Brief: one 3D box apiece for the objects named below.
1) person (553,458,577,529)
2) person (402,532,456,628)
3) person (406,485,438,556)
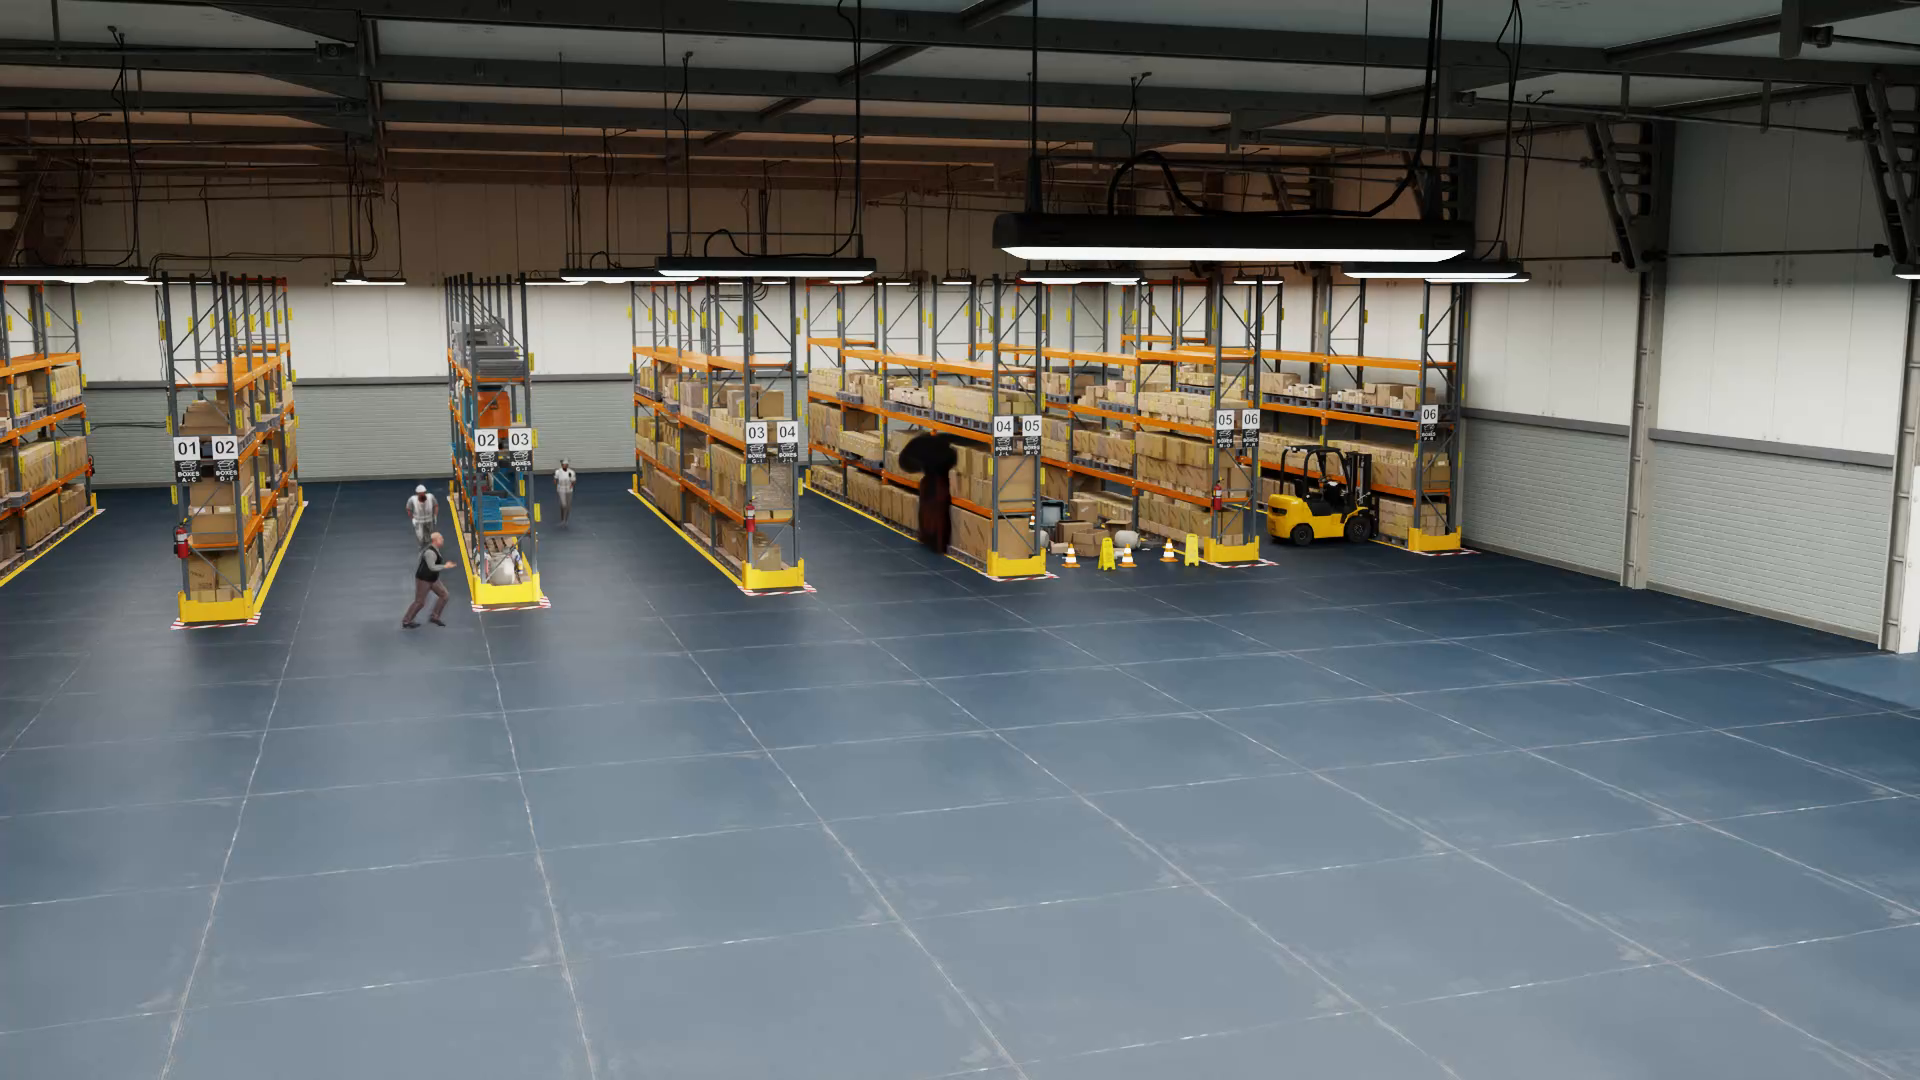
[{"bbox_3d":[-9.495,-1.133,40.063,0.521,1.701,0.771,-3,9,-22],"label":"person"},{"bbox_3d":[-8.952,0.695,28.049,0.964,1.665,0.663,0,9,-2],"label":"person"},{"bbox_3d":[-11.407,-0.397,35.327,0.707,1.635,0.919,-7,11,-37],"label":"person"}]
